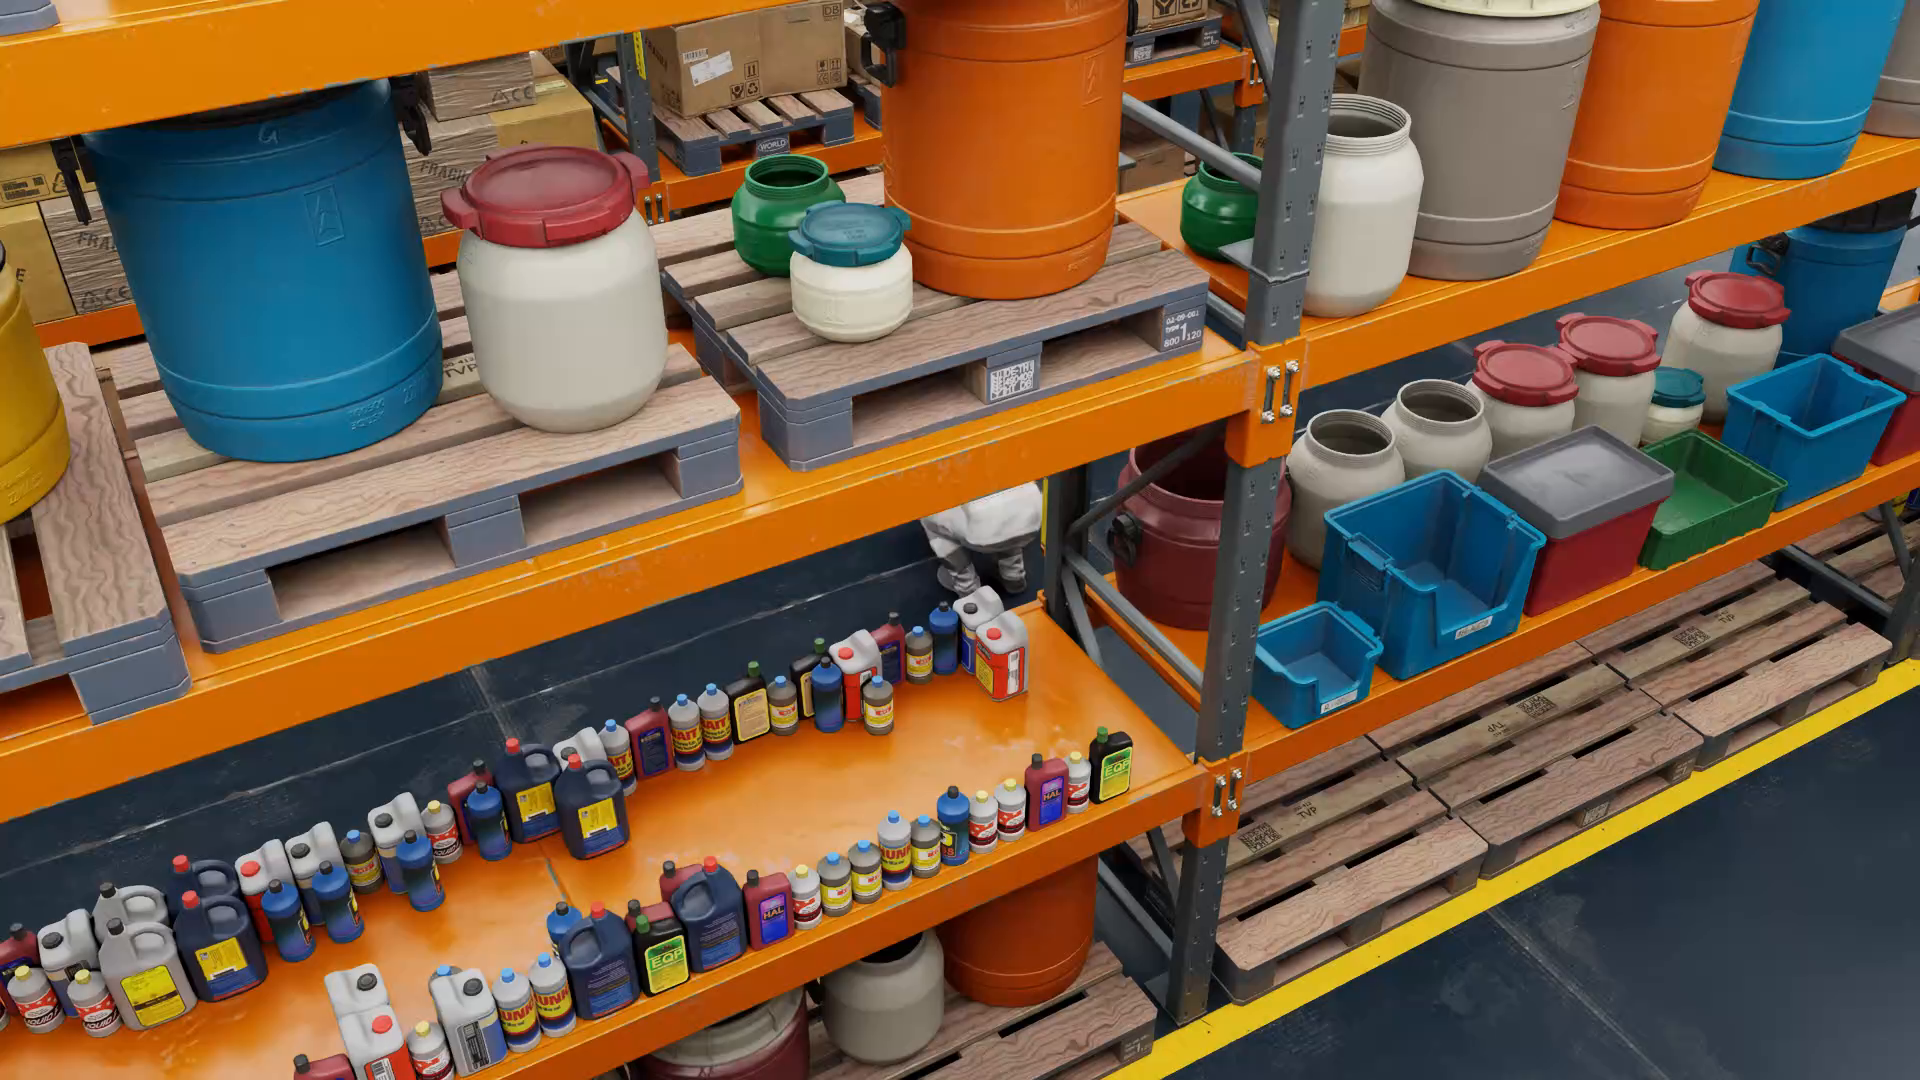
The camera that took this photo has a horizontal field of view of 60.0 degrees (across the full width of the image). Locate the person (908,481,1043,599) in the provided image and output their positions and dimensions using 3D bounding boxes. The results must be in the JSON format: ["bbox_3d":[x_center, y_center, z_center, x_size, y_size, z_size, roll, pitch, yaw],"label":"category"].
[{"bbox_3d":[0.032,-0.224,7.875,0.575,1.007,0.881,-19,41,-24],"label":"person"}]
